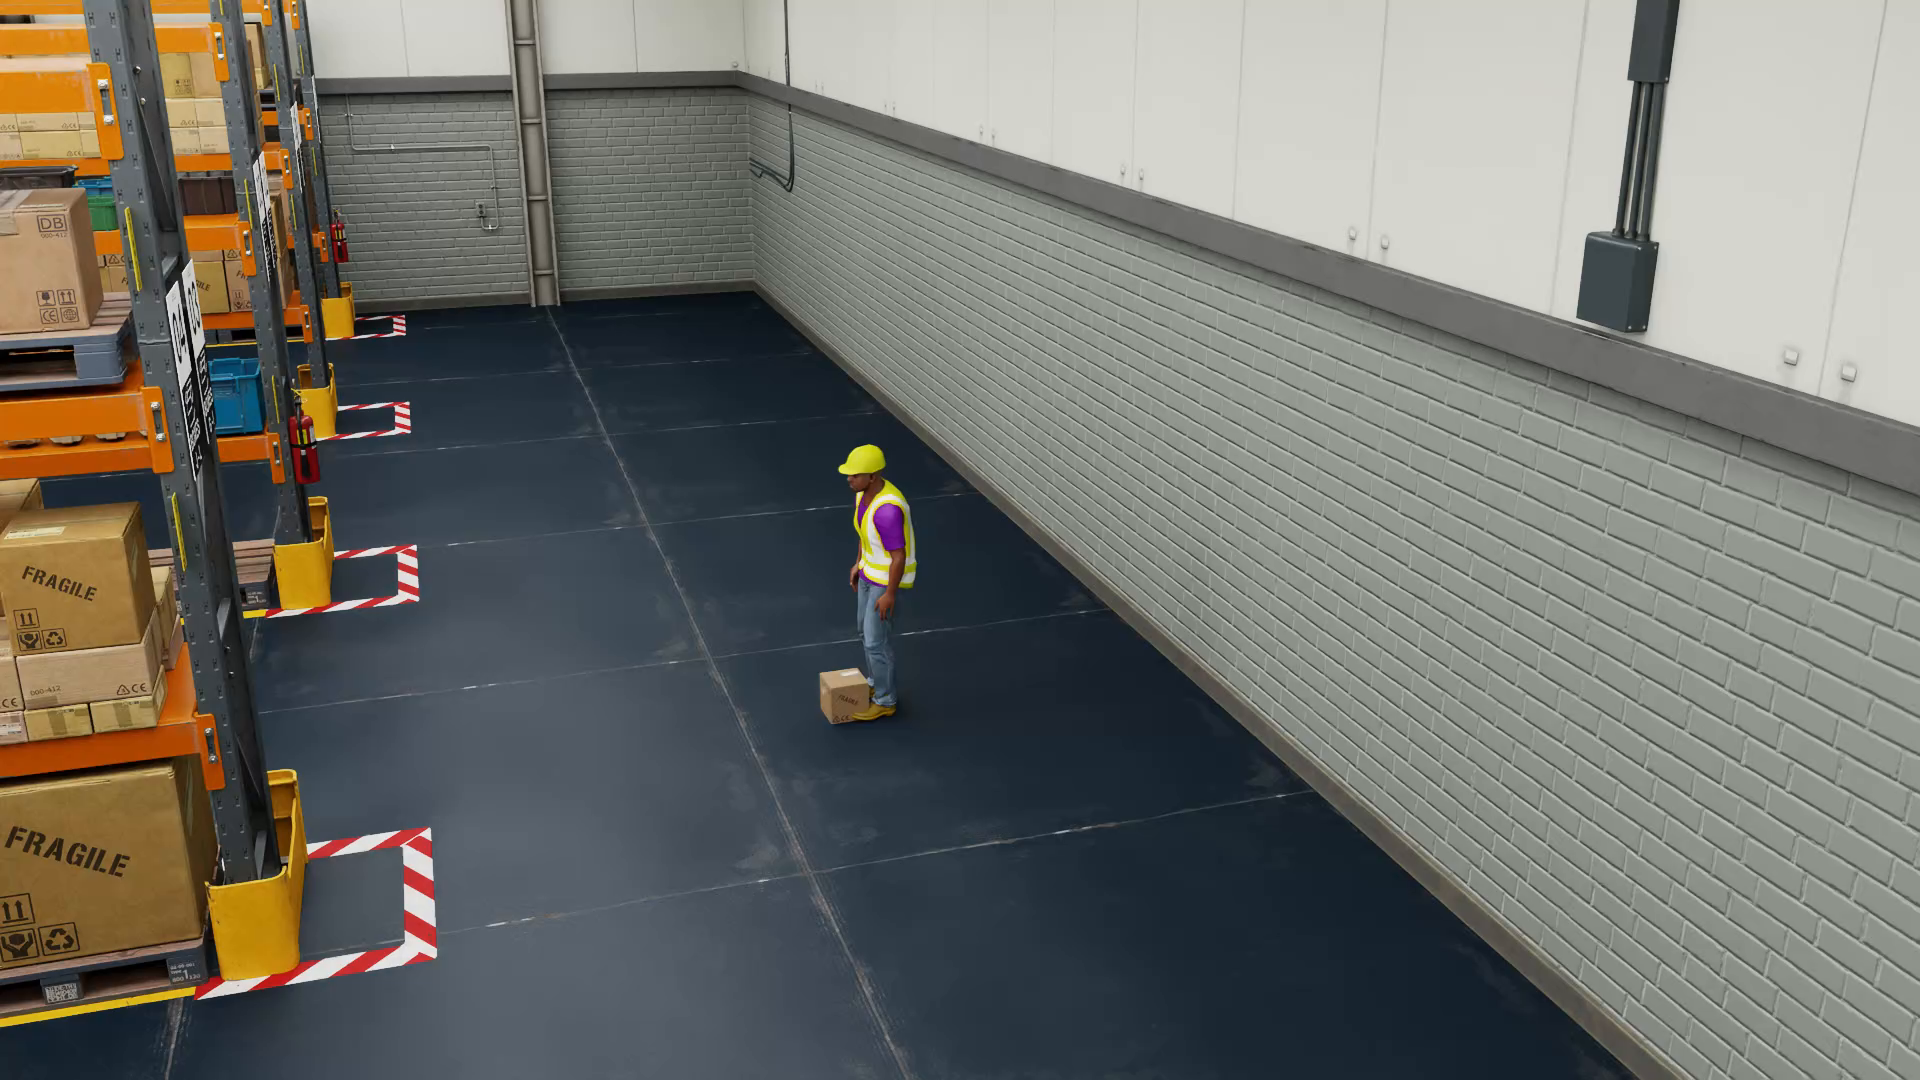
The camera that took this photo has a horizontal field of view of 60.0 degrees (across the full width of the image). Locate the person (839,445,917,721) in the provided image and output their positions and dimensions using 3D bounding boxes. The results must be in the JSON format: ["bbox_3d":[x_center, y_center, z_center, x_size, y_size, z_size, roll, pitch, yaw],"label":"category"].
[{"bbox_3d":[-0.518,0.248,10.322,0.458,1.761,0.638,-7,20,-19],"label":"person"}]
